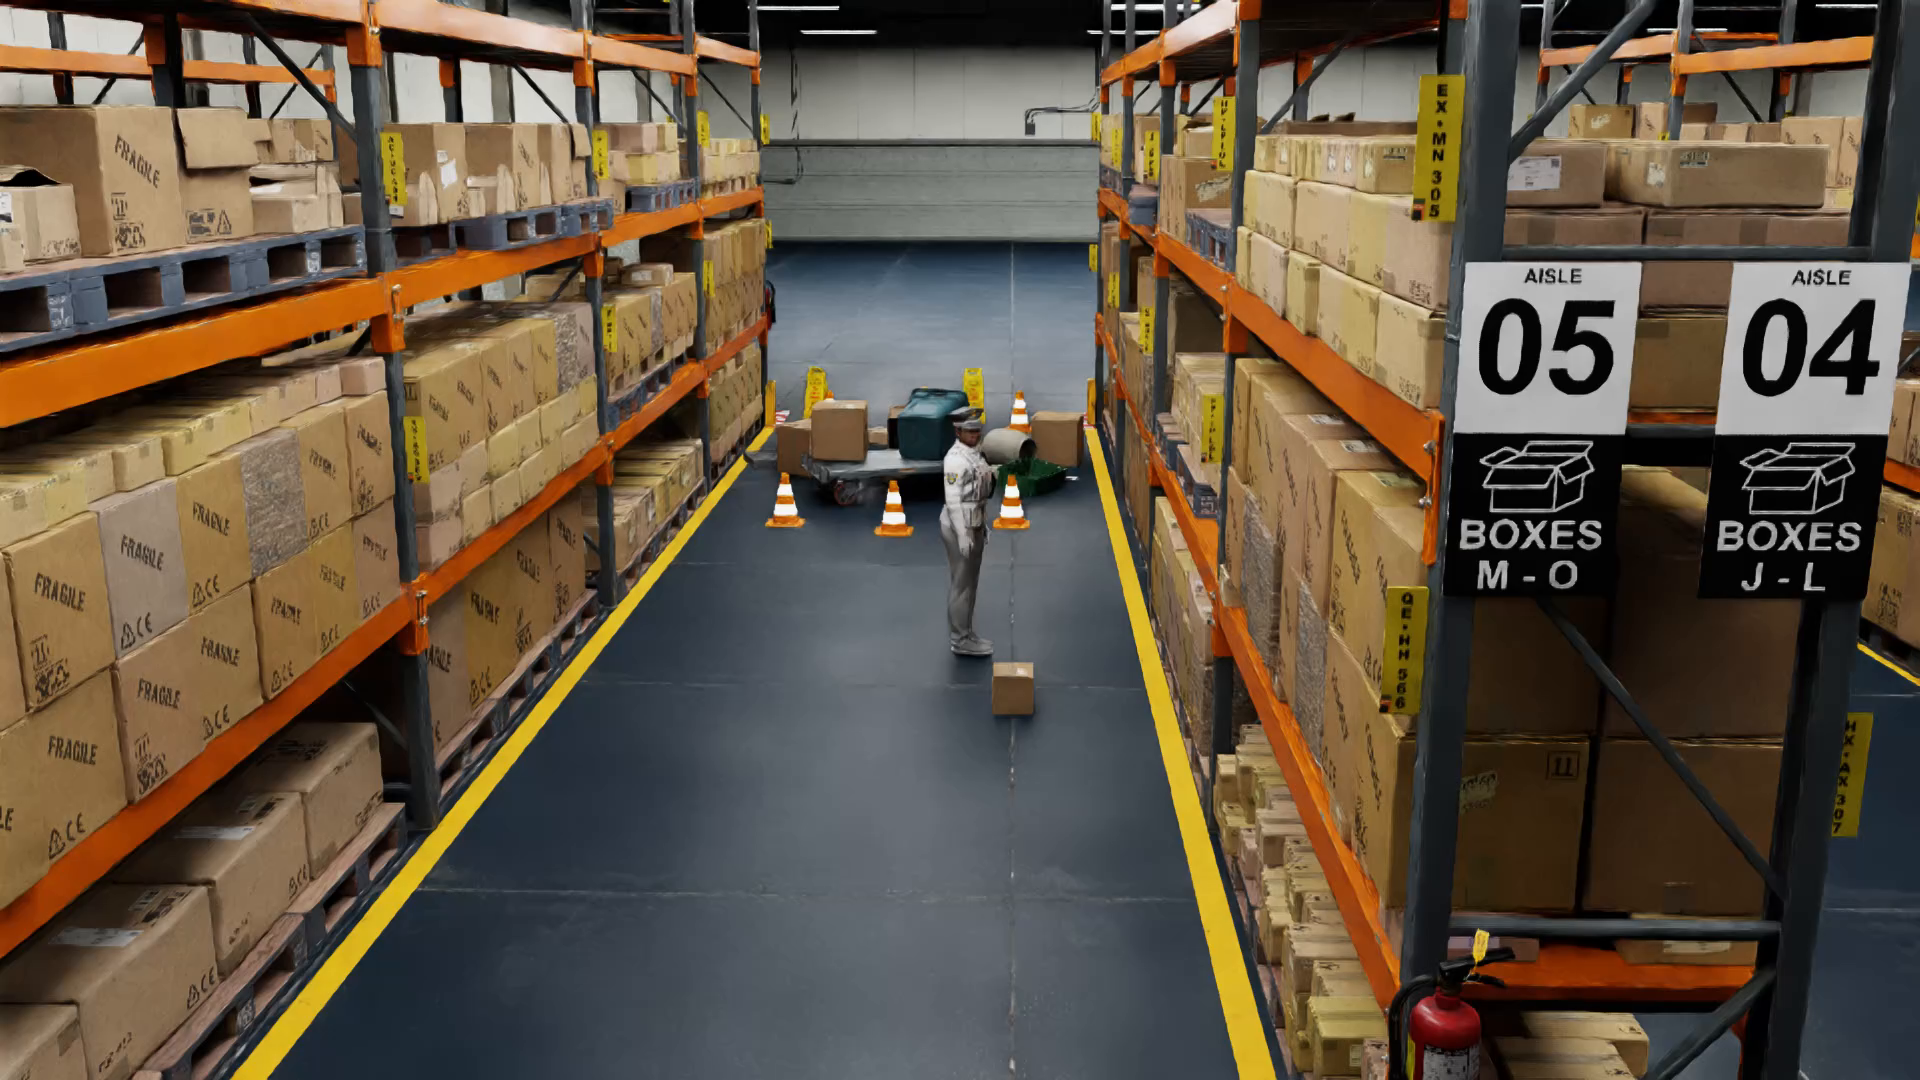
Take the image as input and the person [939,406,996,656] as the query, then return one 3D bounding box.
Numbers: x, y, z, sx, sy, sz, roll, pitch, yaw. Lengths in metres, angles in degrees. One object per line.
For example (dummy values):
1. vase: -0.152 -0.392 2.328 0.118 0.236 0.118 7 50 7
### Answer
1. person: 0.058 -0.050 11.167 0.377 1.721 0.534 4 15 17
